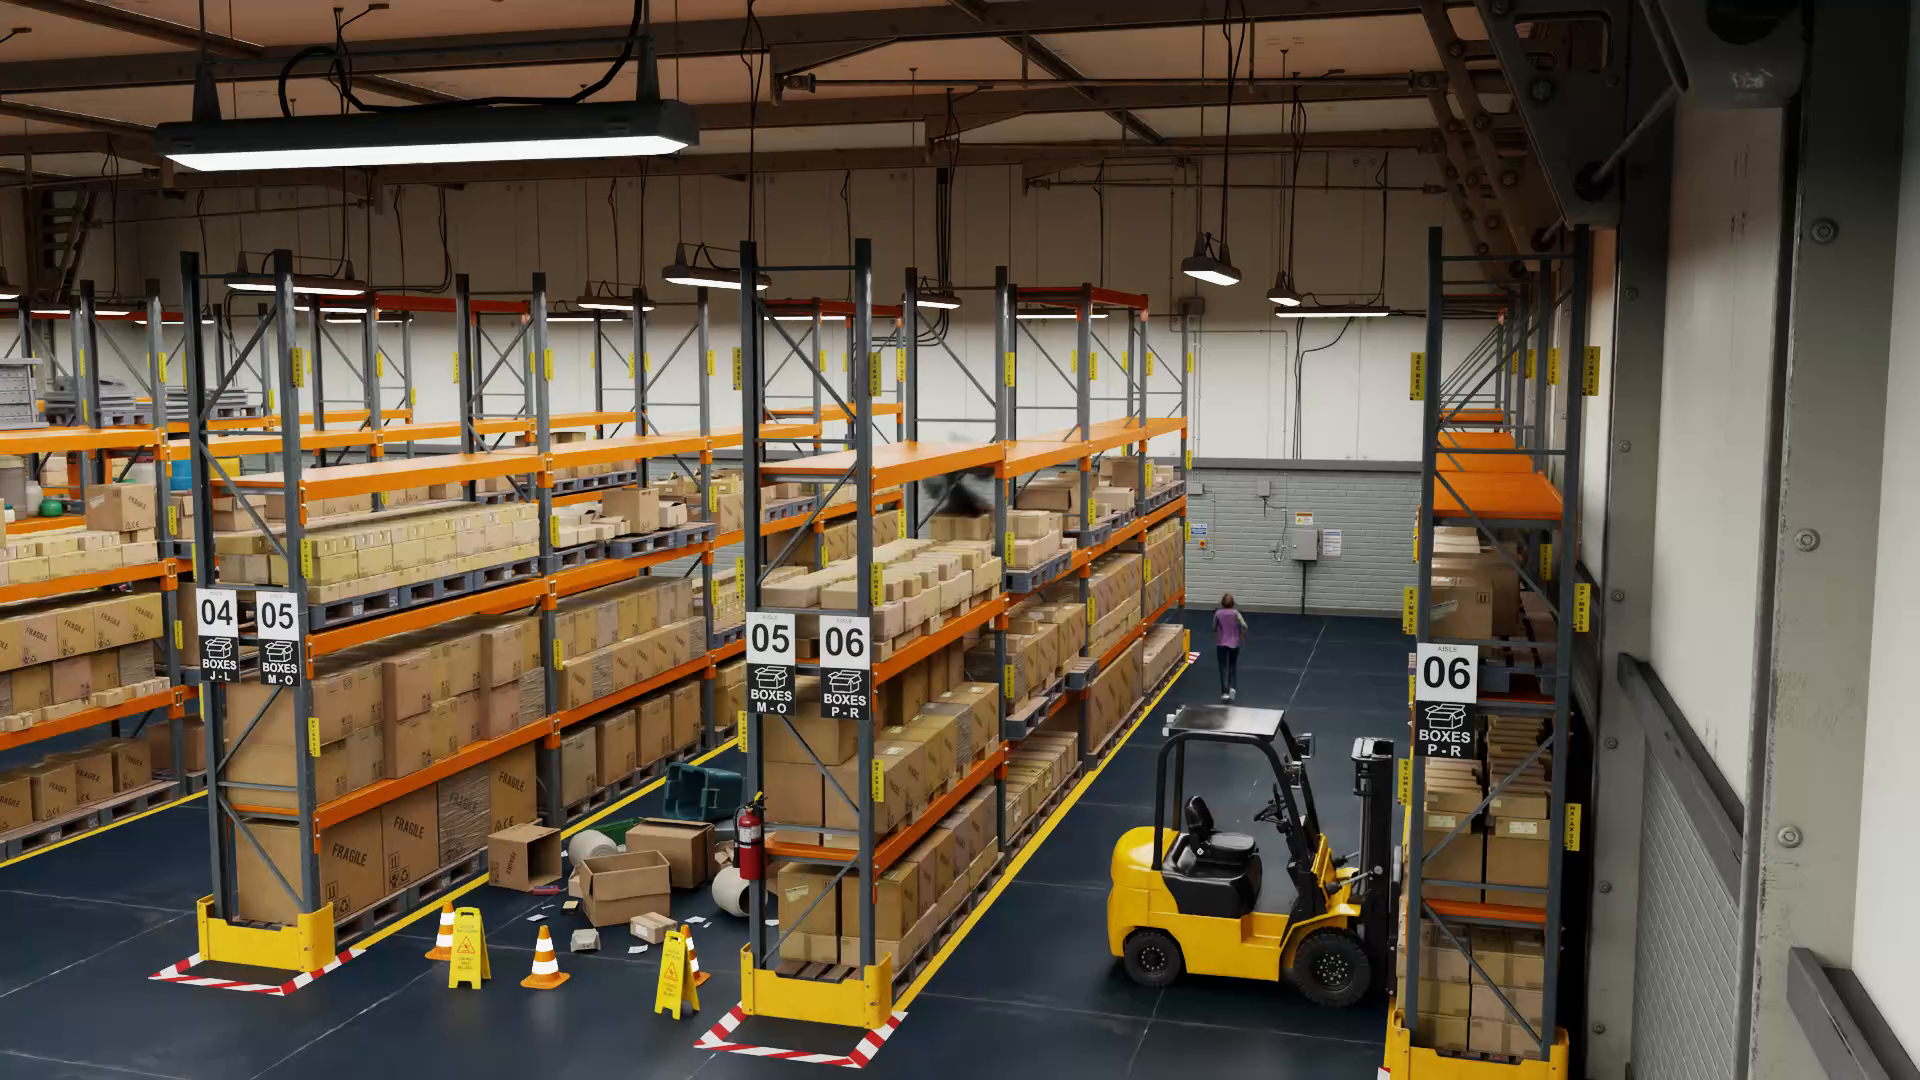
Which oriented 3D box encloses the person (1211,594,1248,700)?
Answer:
[{"bbox_3d":[3.992,1.609,24.720,0.503,1.639,0.703,0,6,3],"label":"person"}]
